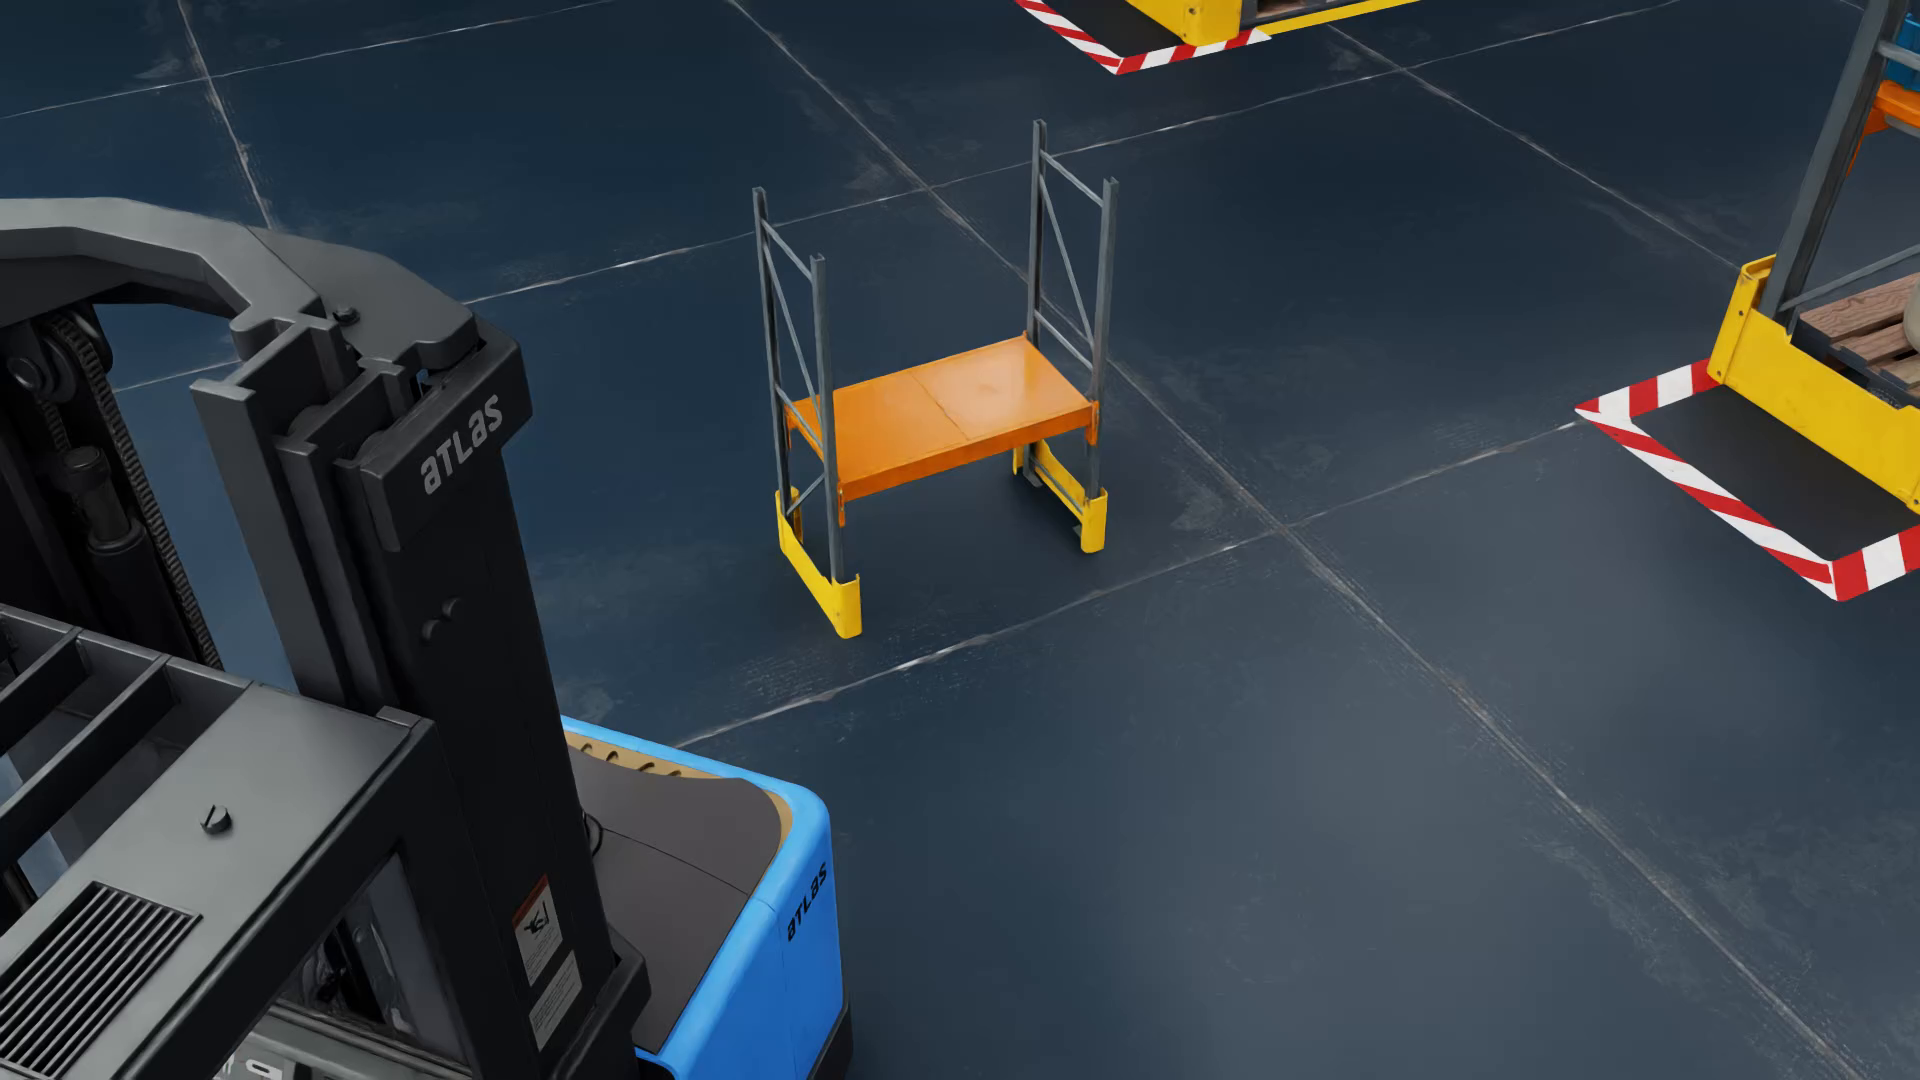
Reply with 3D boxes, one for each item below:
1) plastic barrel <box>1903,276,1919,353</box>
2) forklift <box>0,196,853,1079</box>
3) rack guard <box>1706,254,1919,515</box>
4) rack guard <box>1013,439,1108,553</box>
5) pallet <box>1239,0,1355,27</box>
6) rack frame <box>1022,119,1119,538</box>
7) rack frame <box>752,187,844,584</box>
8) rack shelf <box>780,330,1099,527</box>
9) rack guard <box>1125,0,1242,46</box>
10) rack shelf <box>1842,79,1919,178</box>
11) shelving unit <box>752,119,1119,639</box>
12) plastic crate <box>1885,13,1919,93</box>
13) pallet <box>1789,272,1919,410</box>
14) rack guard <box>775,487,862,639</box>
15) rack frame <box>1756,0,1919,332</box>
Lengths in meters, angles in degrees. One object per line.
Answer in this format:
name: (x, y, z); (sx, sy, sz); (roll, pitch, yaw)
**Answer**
plastic barrel: (4.087, -0.991, 6.700); (0.421, 0.512, 0.421); (0, 40, 0)
forklift: (-1.286, 1.075, 2.712); (1.130, 2.935, 3.031); (14, 42, 16)
rack guard: (3.585, -0.636, 6.615); (0.348, 0.500, 1.175); (-19, 44, -21)
rack guard: (0.374, -0.221, 6.318); (0.087, 0.250, 0.587); (-19, 44, -21)
pallet: (1.913, -3.568, 10.302); (1.213, 0.211, 1.003); (-19, 44, -21)
rack frame: (0.375, -0.699, 5.915); (0.032, 1.500, 0.500); (-19, 44, -21)
rack frame: (-0.527, -0.395, 5.556); (0.032, 1.500, 0.500); (-19, 44, -21)
rack shelf: (-0.076, -0.410, 5.852); (1.000, 0.185, 0.538); (-19, 44, -21)
rack guard: (1.233, -3.419, 9.902); (0.348, 0.500, 1.175); (-19, 44, -21)
rack shelf: (5.313, -1.863, 6.686); (4.000, 0.370, 1.077); (-19, 44, -21)
shelving unit: (-0.068, -0.550, 5.739); (1.083, 1.500, 0.587); (-19, 44, -21)
plastic crate: (3.845, -1.805, 6.175); (0.616, 0.251, 0.499); (-19, 44, -21)
pallet: (4.308, -0.765, 6.991); (1.213, 0.211, 1.003); (-19, 44, -21)
rack guard: (-0.509, 0.076, 5.967); (0.087, 0.250, 0.587); (-19, 44, -21)
rack frame: (3.539, -1.541, 5.748); (0.127, 3.000, 1.000); (-19, 44, -21)
